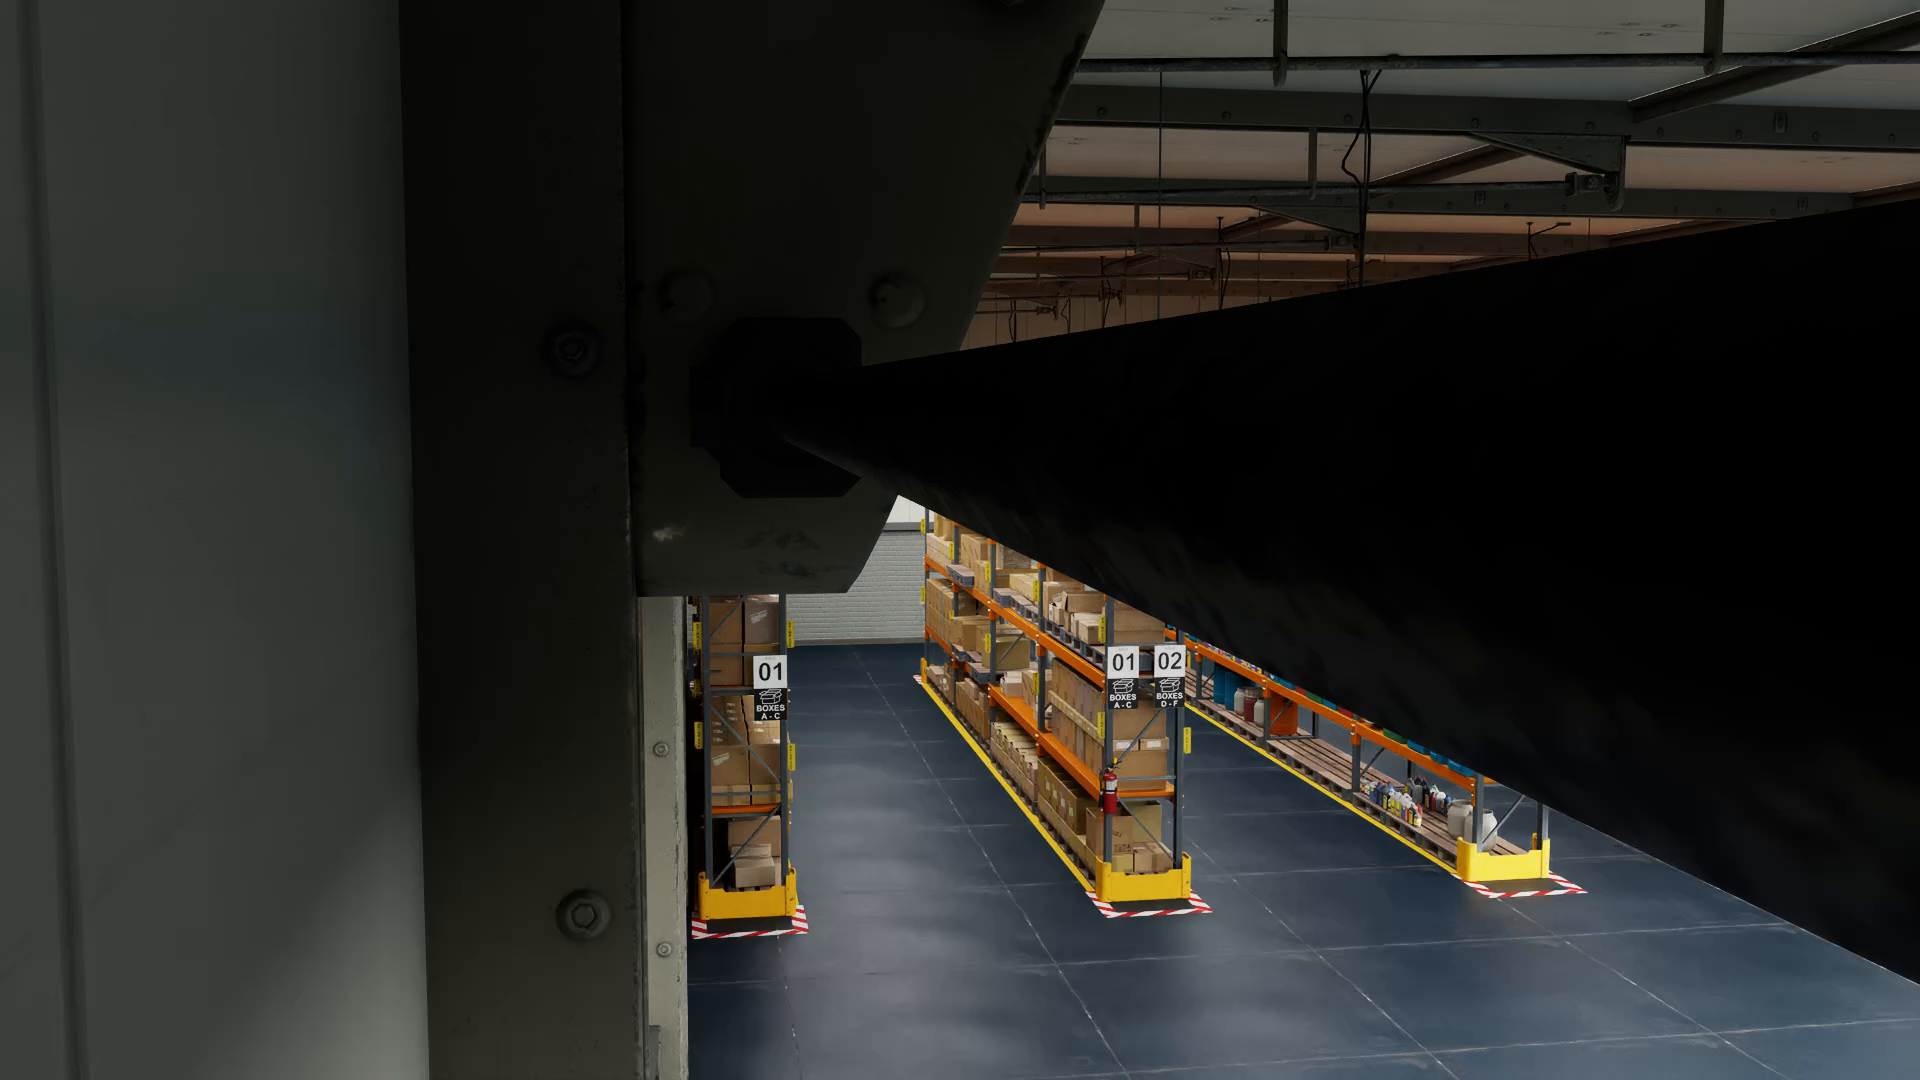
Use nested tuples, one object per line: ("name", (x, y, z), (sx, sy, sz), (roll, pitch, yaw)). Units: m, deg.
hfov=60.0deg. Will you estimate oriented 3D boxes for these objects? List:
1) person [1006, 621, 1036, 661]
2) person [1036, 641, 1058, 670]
("person", (1.348, 2.223, 37.272), (0.785, 1.648, 0.534), (-4, 7, -41))
("person", (1.813, 2.306, 35.689), (0.691, 1.845, 0.767), (-1, 5, -14))
